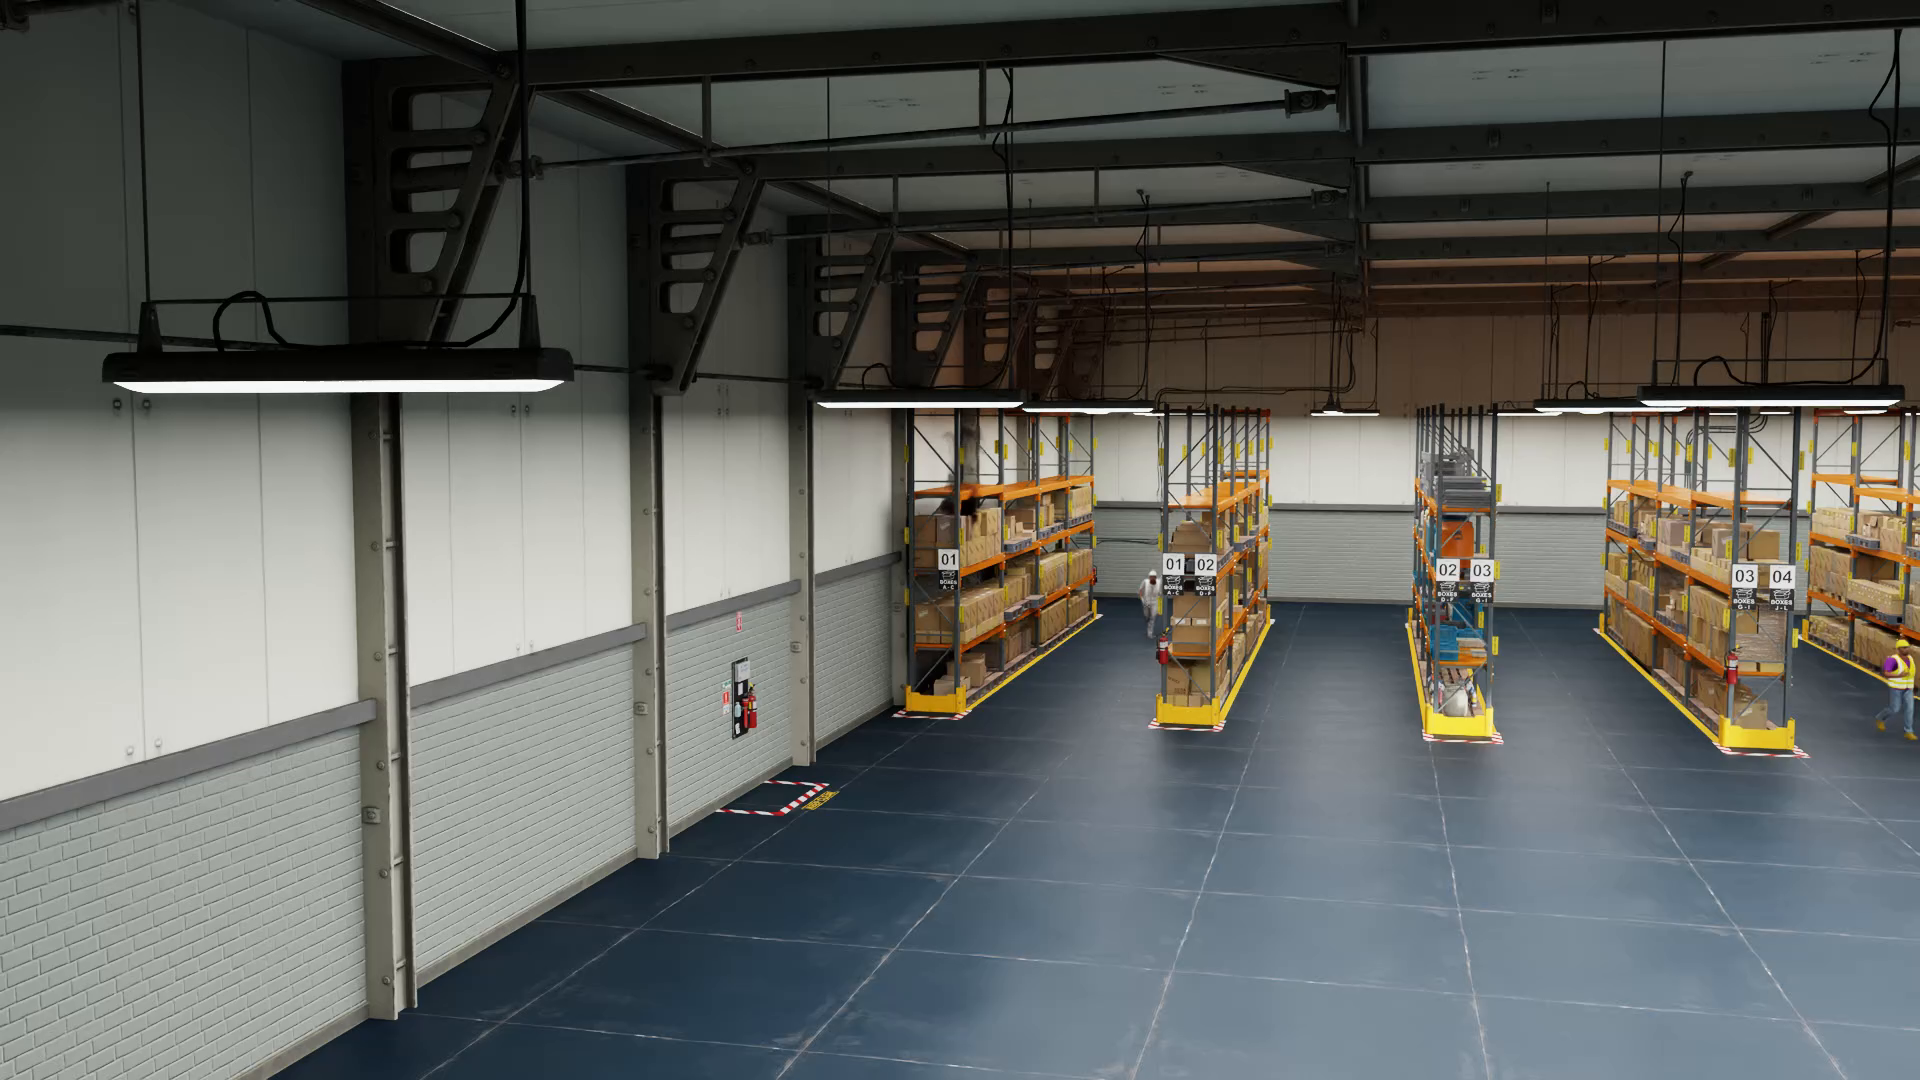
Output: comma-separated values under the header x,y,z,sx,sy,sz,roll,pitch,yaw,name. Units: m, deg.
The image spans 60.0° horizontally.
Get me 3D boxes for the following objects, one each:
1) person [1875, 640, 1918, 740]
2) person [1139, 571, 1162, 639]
x,y,z,sx,sy,sz,roll,pitch,yaw,name
16.829,2.653,29.791,0.721,1.749,0.926,-1,4,-10,person
5.050,1.678,43.835,0.681,1.769,1.011,1,4,8,person
